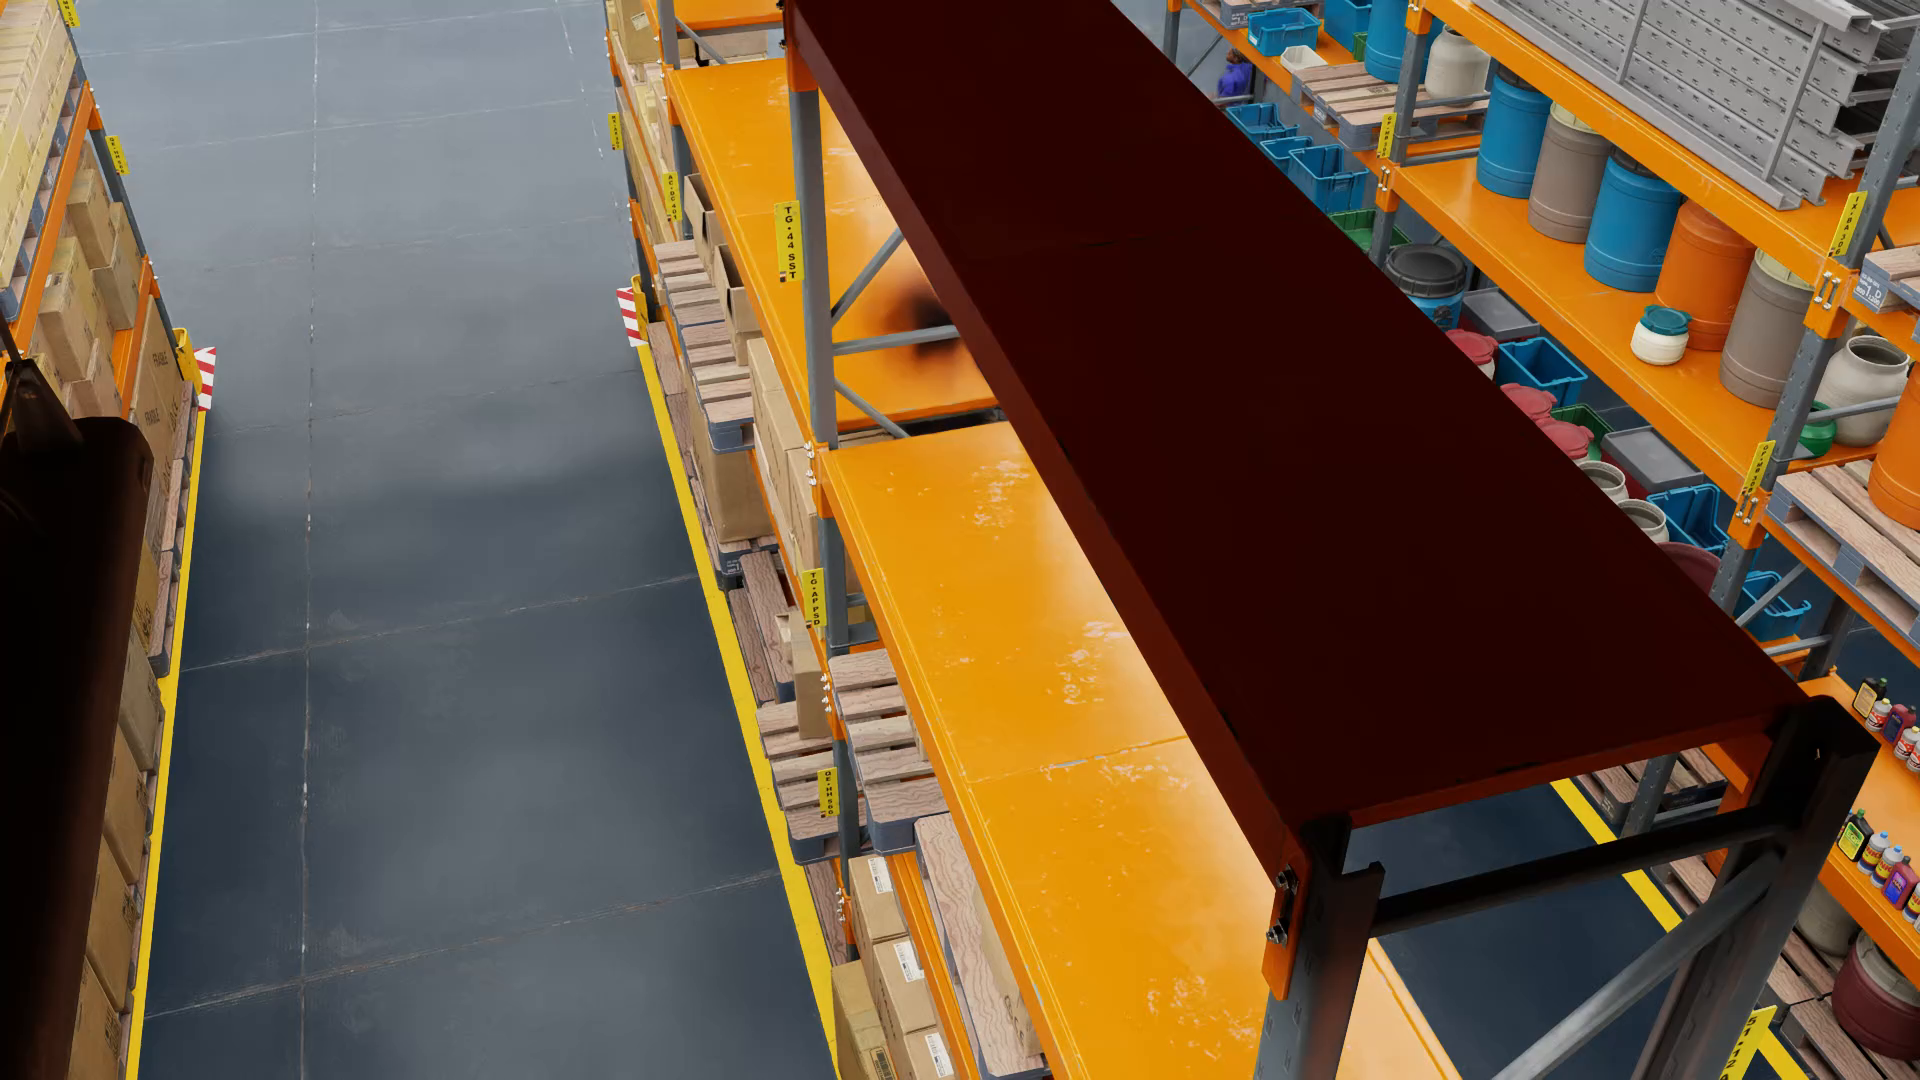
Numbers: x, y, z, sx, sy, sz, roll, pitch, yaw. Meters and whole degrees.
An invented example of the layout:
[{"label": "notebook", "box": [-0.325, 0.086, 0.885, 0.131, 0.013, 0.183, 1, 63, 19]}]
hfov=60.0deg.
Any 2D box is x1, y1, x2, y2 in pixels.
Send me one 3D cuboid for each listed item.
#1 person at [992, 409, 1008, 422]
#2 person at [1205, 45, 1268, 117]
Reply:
[{"label": "person", "box": [0.319, -0.560, 12.227, 0.613, 1.723, 0.711, -9, 39, -11]}, {"label": "person", "box": [2.742, -4.303, 16.934, 0.860, 1.648, 0.609, 22, 43, 25]}]
